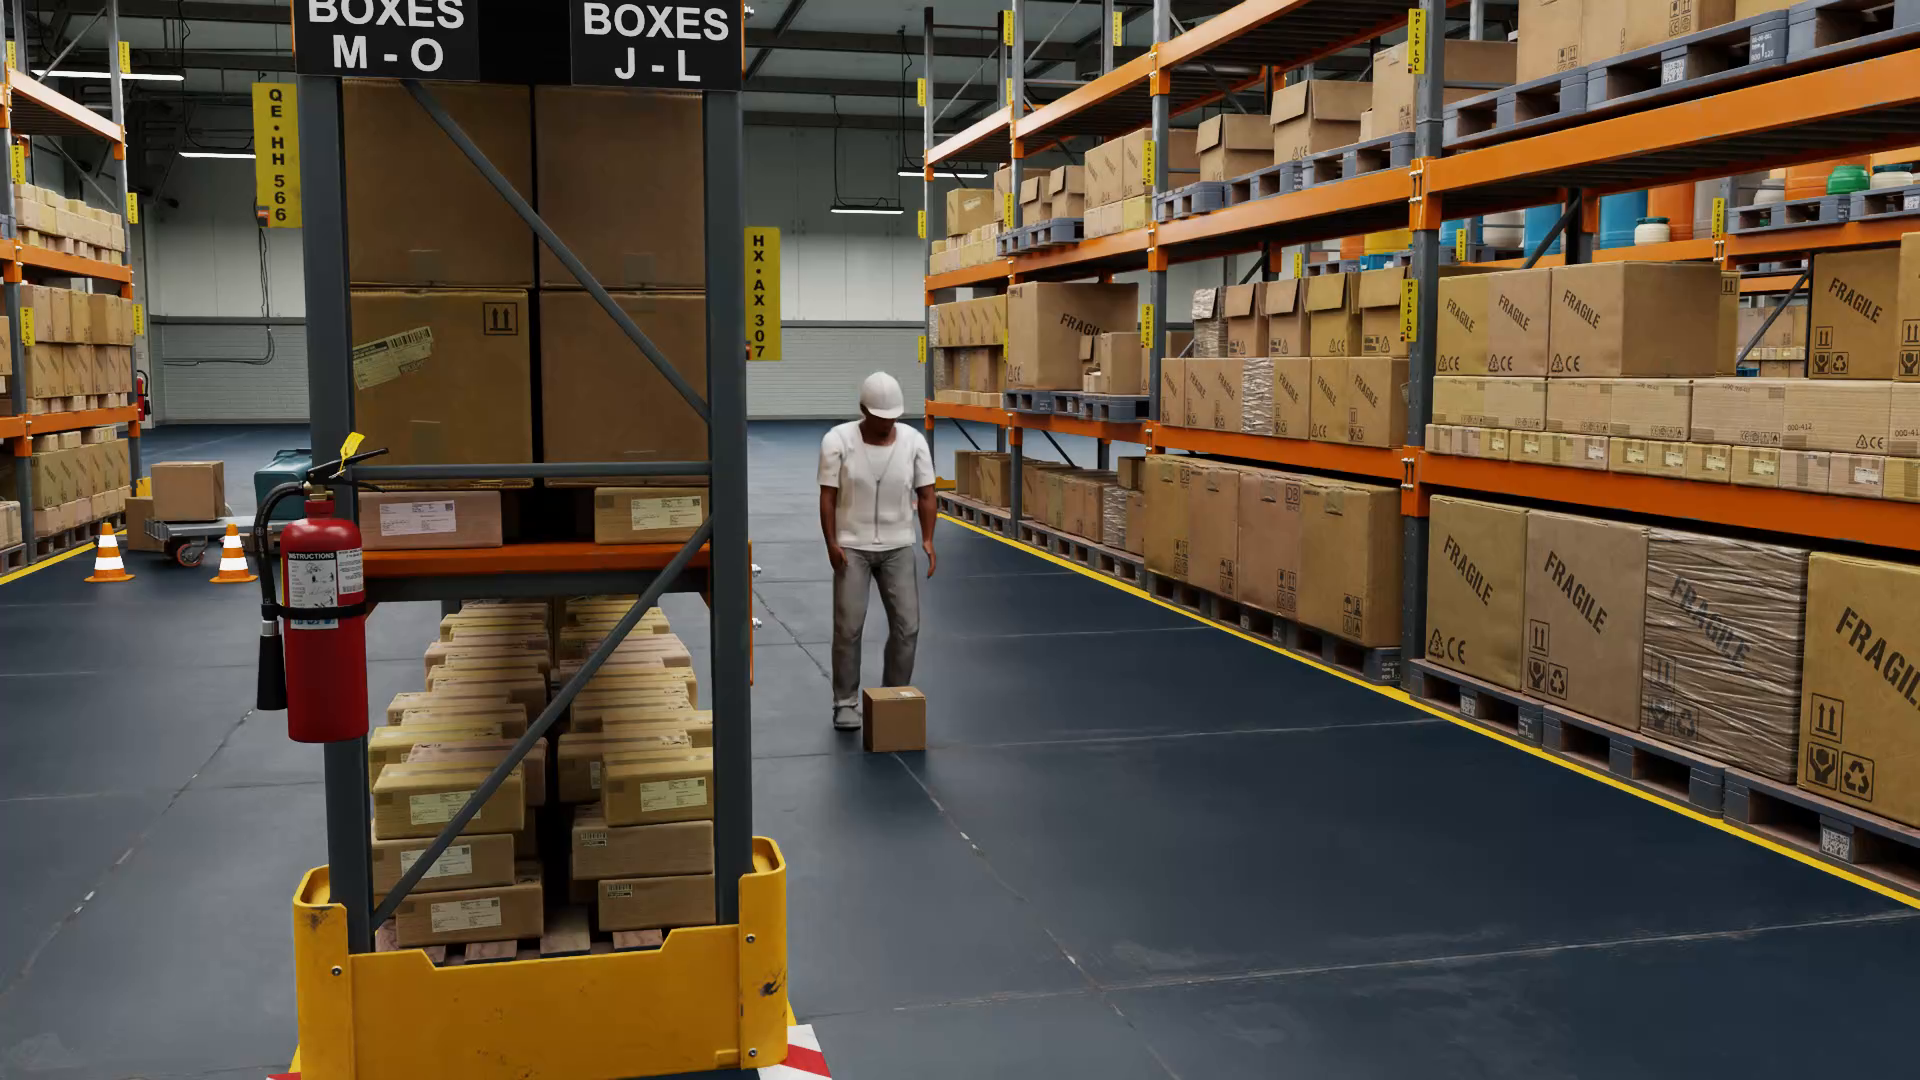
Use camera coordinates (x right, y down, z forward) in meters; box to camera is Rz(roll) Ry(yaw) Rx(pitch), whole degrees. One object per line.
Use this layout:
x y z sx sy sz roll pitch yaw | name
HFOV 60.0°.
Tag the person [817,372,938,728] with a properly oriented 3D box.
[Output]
-0.395 0.048 8.096 0.588 1.725 0.437 -1 6 -12 | person
